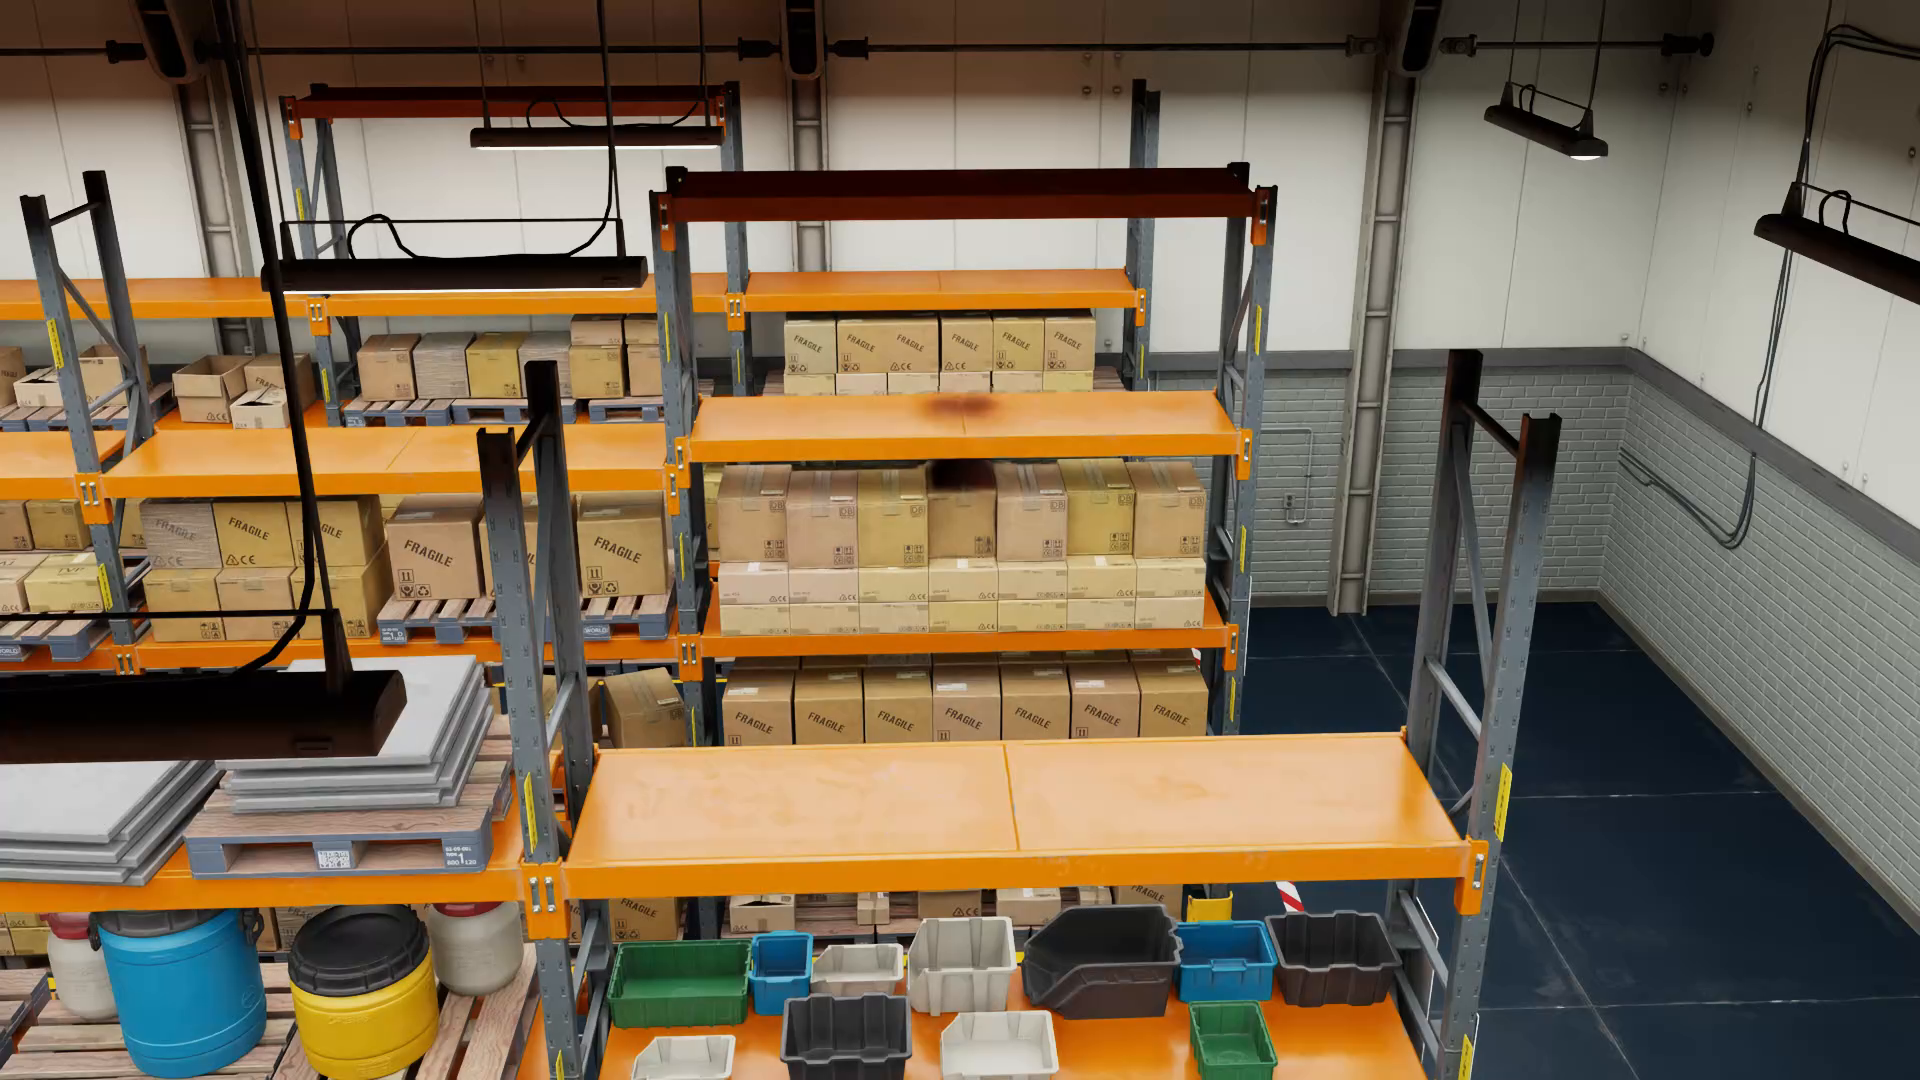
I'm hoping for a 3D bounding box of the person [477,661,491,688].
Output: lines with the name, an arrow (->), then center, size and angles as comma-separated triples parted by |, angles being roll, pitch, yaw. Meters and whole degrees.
person -> -4.574, 1.567, 15.476 | 0.508, 1.526, 0.358 | 4, 22, 9
